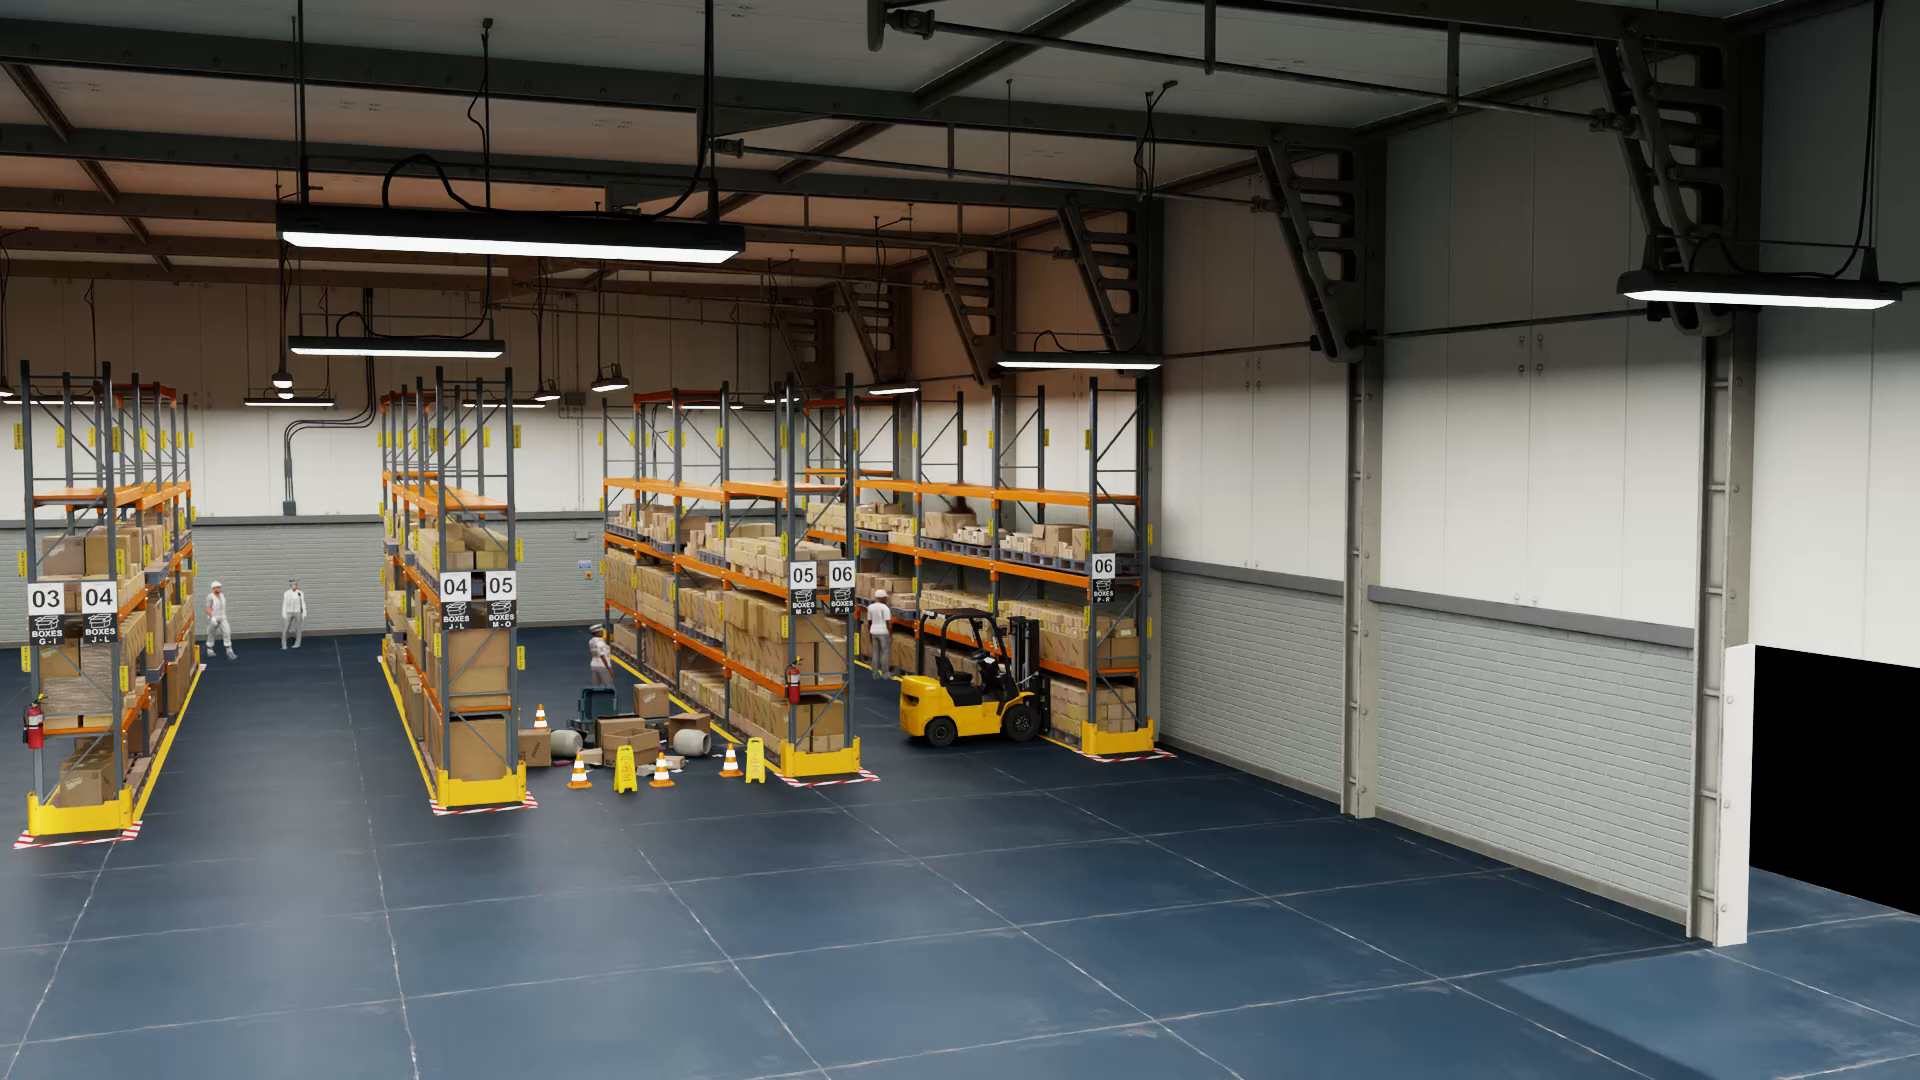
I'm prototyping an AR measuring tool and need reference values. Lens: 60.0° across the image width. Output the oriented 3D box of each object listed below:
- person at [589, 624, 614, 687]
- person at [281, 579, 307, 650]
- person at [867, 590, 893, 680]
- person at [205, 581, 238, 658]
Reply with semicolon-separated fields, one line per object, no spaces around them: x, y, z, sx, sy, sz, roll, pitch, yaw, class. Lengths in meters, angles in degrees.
-6.484;2.355;30.223;0.559;1.681;0.431;2;4;35;person
-16.009;1.776;39.944;0.592;1.693;0.430;-1;4;-16;person
-1.535;1.860;32.754;0.633;1.771;0.411;3;4;39;person
-16.921;1.811;37.920;0.969;1.737;0.533;3;5;43;person
